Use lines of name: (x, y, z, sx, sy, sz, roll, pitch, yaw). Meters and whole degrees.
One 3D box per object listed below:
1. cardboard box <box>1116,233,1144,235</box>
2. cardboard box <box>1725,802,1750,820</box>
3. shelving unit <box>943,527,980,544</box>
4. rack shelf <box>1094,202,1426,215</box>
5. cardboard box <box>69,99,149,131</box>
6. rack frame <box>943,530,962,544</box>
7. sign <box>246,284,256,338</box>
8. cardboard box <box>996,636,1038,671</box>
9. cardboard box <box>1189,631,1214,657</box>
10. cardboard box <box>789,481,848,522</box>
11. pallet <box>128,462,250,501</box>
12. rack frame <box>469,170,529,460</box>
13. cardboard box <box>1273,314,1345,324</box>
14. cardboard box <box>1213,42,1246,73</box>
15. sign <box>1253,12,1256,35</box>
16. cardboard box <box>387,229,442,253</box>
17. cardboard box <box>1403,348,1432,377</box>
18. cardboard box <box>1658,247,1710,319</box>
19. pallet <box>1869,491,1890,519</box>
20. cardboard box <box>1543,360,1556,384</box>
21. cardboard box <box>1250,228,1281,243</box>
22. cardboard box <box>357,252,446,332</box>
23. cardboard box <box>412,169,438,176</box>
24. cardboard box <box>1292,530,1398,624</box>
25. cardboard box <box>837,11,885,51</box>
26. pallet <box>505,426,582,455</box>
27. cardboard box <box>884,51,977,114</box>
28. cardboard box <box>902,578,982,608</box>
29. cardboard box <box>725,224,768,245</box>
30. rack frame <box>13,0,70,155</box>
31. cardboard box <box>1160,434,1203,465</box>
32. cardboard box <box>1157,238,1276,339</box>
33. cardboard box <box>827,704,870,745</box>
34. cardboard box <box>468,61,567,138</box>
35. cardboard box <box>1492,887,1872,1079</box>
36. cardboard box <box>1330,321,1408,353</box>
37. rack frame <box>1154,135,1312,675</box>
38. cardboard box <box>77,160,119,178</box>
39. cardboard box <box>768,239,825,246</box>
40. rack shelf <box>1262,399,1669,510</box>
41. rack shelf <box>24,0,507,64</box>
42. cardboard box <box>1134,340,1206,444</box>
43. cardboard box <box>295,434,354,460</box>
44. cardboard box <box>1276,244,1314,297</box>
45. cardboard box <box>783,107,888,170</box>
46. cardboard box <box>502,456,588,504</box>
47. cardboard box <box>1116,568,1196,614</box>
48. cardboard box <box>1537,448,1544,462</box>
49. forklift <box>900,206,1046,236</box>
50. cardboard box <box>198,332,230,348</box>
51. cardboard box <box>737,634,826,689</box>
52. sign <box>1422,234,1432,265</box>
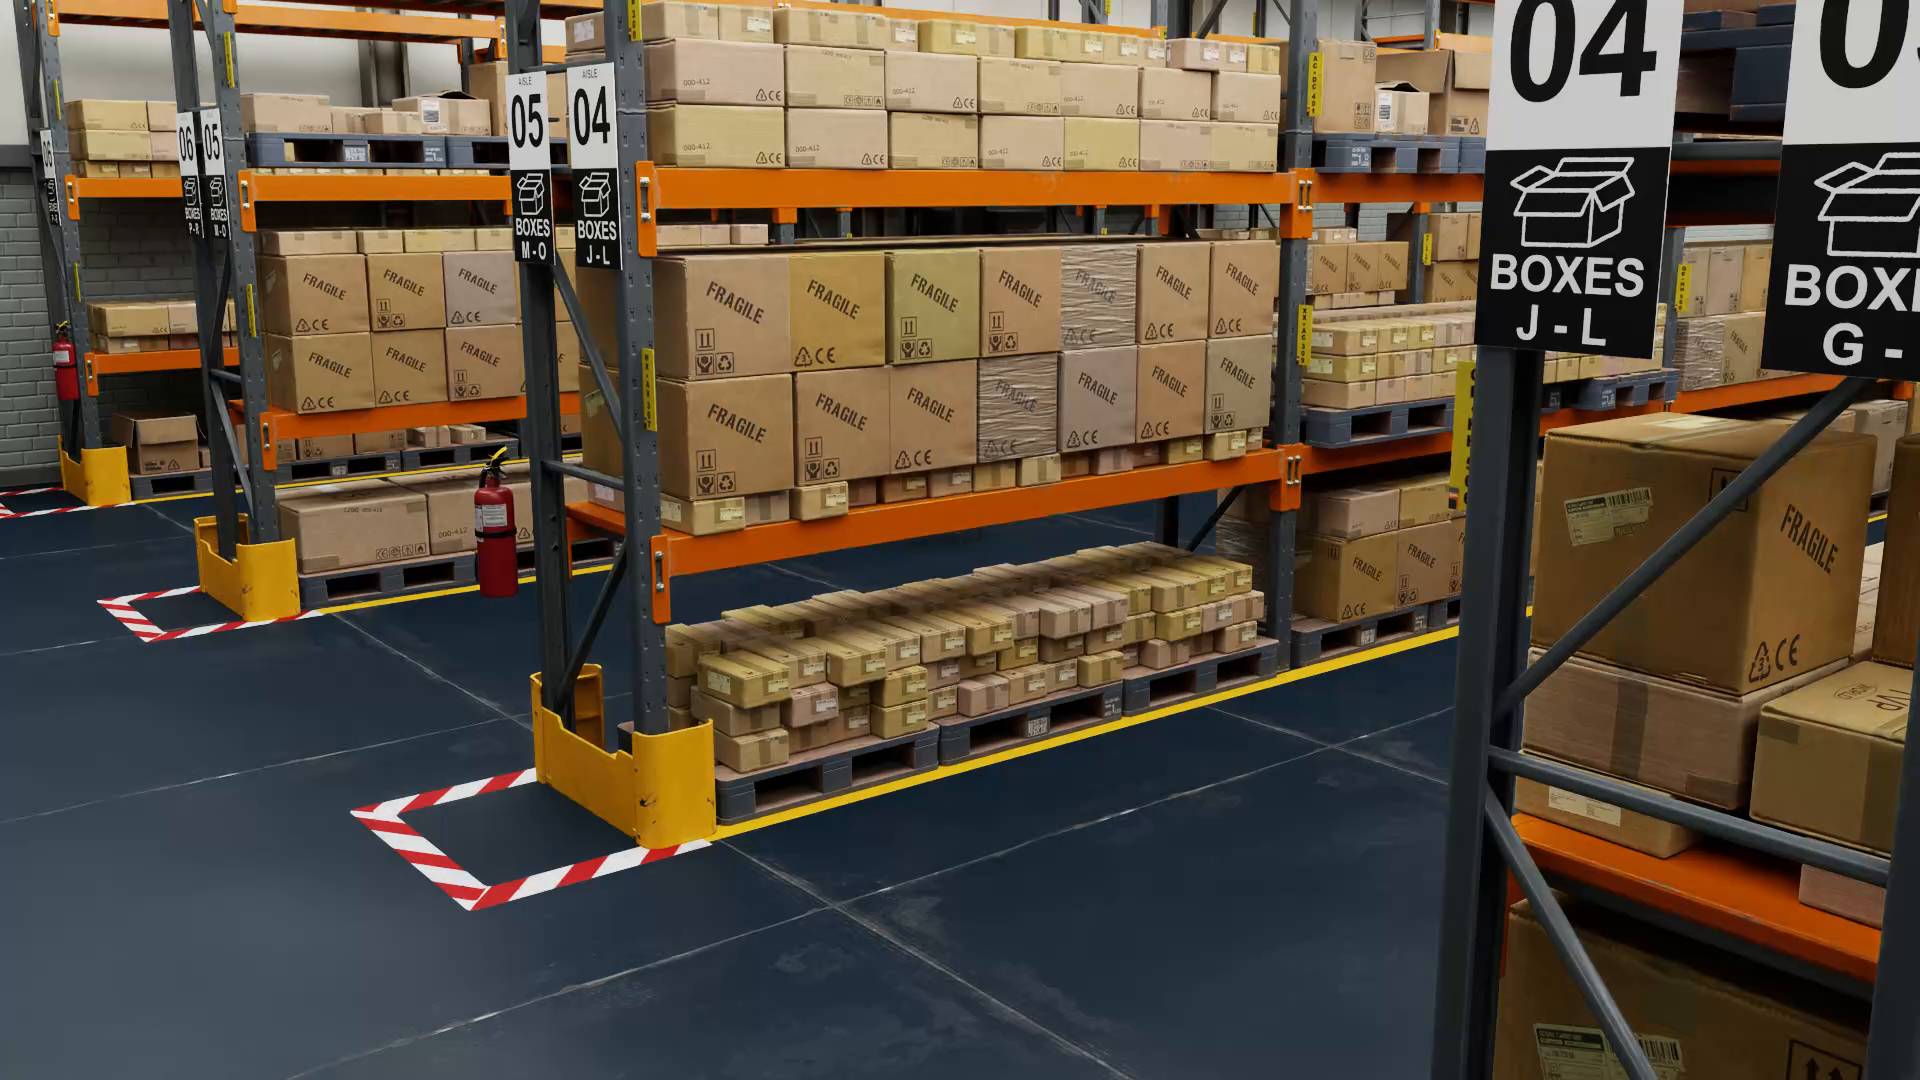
cardboard box: (2.362, -4.155, 22.955, 0.250, 0.149, 0.380, -10, 15, -39)
cardboard box: (1.709, 0.541, 3.964, 0.250, 0.149, 0.380, -9, 15, -37)
shelving unit: (0.011, -0.589, 13.013, 0.189, 1.200, 0.258, -9, 15, -38)
rack shelf: (3.052, -3.468, 16.752, 4.000, 0.370, 1.077, -9, 15, -38)
cardboard box: (-7.357, -3.661, 14.368, 0.500, 0.250, 0.500, -10, 15, -38)
rack frame: (-0.060, -0.577, 12.957, 0.006, 1.200, 0.240, -9, 15, -38)
sign: (-4.414, -1.427, 10.352, 0.005, 0.325, 0.100, -9, 15, -38)
cardboard box: (0.189, 0.538, 8.509, 0.250, 0.149, 0.380, -9, 15, -35)
cardboard box: (1.190, 0.531, 9.261, 0.250, 0.149, 0.380, -9, 15, -36)
cardboard box: (-0.711, -0.198, 7.443, 0.250, 0.149, 0.380, -10, 16, -39)
pallet: (-7.179, -0.609, 15.491, 1.213, 0.211, 1.003, -9, 15, -38)
rack frame: (-4.736, -2.379, 17.111, 0.127, 3.000, 1.000, -9, 15, -38)
cardboard box: (2.142, -1.310, 10.239, 0.250, 0.149, 0.380, -10, 16, -39)
cardboard box: (1.265, -2.497, 8.644, 0.250, 0.149, 0.380, -9, 15, -36)
sign: (4.292, -7.496, 24.136, 0.005, 0.325, 0.100, -9, 15, -38)
cardboard box: (-3.677, -2.010, 11.162, 0.250, 0.149, 0.380, -10, 16, -39)
cardboard box: (2.536, -1.057, 9.762, 0.250, 0.149, 0.380, -9, 15, -36)
cardboard box: (5.019, -1.898, 12.200, 0.500, 0.500, 0.700, -10, 15, -38)
pallet: (7.230, -0.346, 14.252, 1.213, 0.211, 1.003, -9, 15, -38)
cardboard box: (3.559, -1.082, 10.598, 0.250, 0.149, 0.380, -9, 15, -36)
cardboard box: (3.242, -3.168, 17.299, 0.250, 0.149, 0.380, -8, 15, -35)
cardboard box: (-3.804, -1.678, 11.161, 0.500, 0.500, 0.500, -10, 16, -39)
cardboard box: (-5.241, -3.564, 16.076, 0.250, 0.149, 0.380, -9, 15, -36)
cardboard box: (2.281, 0.180, 10.068, 0.500, 0.500, 0.500, -9, 15, -35)
cardboard box: (-0.532, -2.189, 7.194, 0.250, 0.149, 0.380, -9, 15, -37)
pallet: (-4.125, -1.127, 17.927, 1.213, 0.211, 1.003, -9, 15, -38)
cardboard box: (-0.271, -2.051, 7.500, 0.500, 0.250, 0.500, -9, 15, -37)
cardboard box: (-0.096, 0.323, 8.806, 0.250, 0.149, 0.380, -9, 15, -37)
cardboard box: (-1.674, -2.338, 12.709, 0.250, 0.149, 0.380, -10, 15, -39)
rack frame: (-7.860, -4.795, 14.044, 0.127, 3.000, 1.000, -9, 15, -38)
cardboard box: (1.083, -0.511, 8.918, 0.250, 0.149, 0.380, -9, 15, -35)
cardboard box: (1.340, -1.363, 8.964, 0.500, 0.500, 0.500, -10, 16, -40)
cardboard box: (-0.633, 0.827, 7.866, 0.250, 0.149, 0.380, -9, 15, -37)
cardboard box: (-3.088, -3.063, 11.619, 0.500, 0.500, 0.500, -9, 15, -37)
cardboard box: (1.884, 1.290, 3.938, 0.875, 0.875, 0.875, -9, 15, -38)
cardboard box: (2.347, -1.172, 9.588, 0.250, 0.149, 0.380, -9, 15, -36)
rack frame: (1.539, -0.785, 9.603, 0.127, 3.000, 1.000, -9, 15, -38)
cardboard box: (-7.466, -3.208, 14.399, 0.250, 0.149, 0.380, -9, 15, -36)
cardboard box: (-1.441, -2.211, 13.673, 0.500, 0.500, 0.500, -9, 15, -36)
rack shelf: (3.100, -0.692, 10.900, 4.000, 0.370, 1.077, -9, 15, -38)
rack shelf: (-6.298, -4.701, 15.341, 4.000, 0.370, 1.077, -9, 15, -38)
cardboard box: (0.931, -0.803, 8.734, 0.500, 0.500, 0.500, -10, 16, -39)
cardboard box: (-6.156, -1.064, 15.924, 0.500, 0.500, 0.500, -9, 15, -37)
cardboard box: (3.195, -2.717, 16.733, 0.500, 0.500, 0.500, -10, 16, -40)
cardboard box: (-0.661, -1.744, 7.260, 0.500, 0.250, 0.500, -9, 15, -36)
cardboard box: (-2.889, -0.346, 12.696, 0.875, 0.438, 0.875, -10, 16, -39)
cardboard box: (1.059, 0.275, 9.034, 0.250, 0.149, 0.380, -10, 15, -38)
cardboard box: (3.904, -0.455, 11.250, 0.500, 0.250, 0.500, -9, 15, -37)
forklift: (0.175, -2.312, 16.962, 1.130, 2.935, 3.031, 10, 16, 40)
cardboard box: (-6.843, -1.838, 15.170, 0.250, 0.149, 0.380, -9, 15, -36)
cardboard box: (-0.823, 0.564, 7.670, 0.250, 0.149, 0.380, -9, 15, -37)
sign: (4.964, -3.089, 17.669, 0.005, 0.325, 0.100, -9, 15, -38)
